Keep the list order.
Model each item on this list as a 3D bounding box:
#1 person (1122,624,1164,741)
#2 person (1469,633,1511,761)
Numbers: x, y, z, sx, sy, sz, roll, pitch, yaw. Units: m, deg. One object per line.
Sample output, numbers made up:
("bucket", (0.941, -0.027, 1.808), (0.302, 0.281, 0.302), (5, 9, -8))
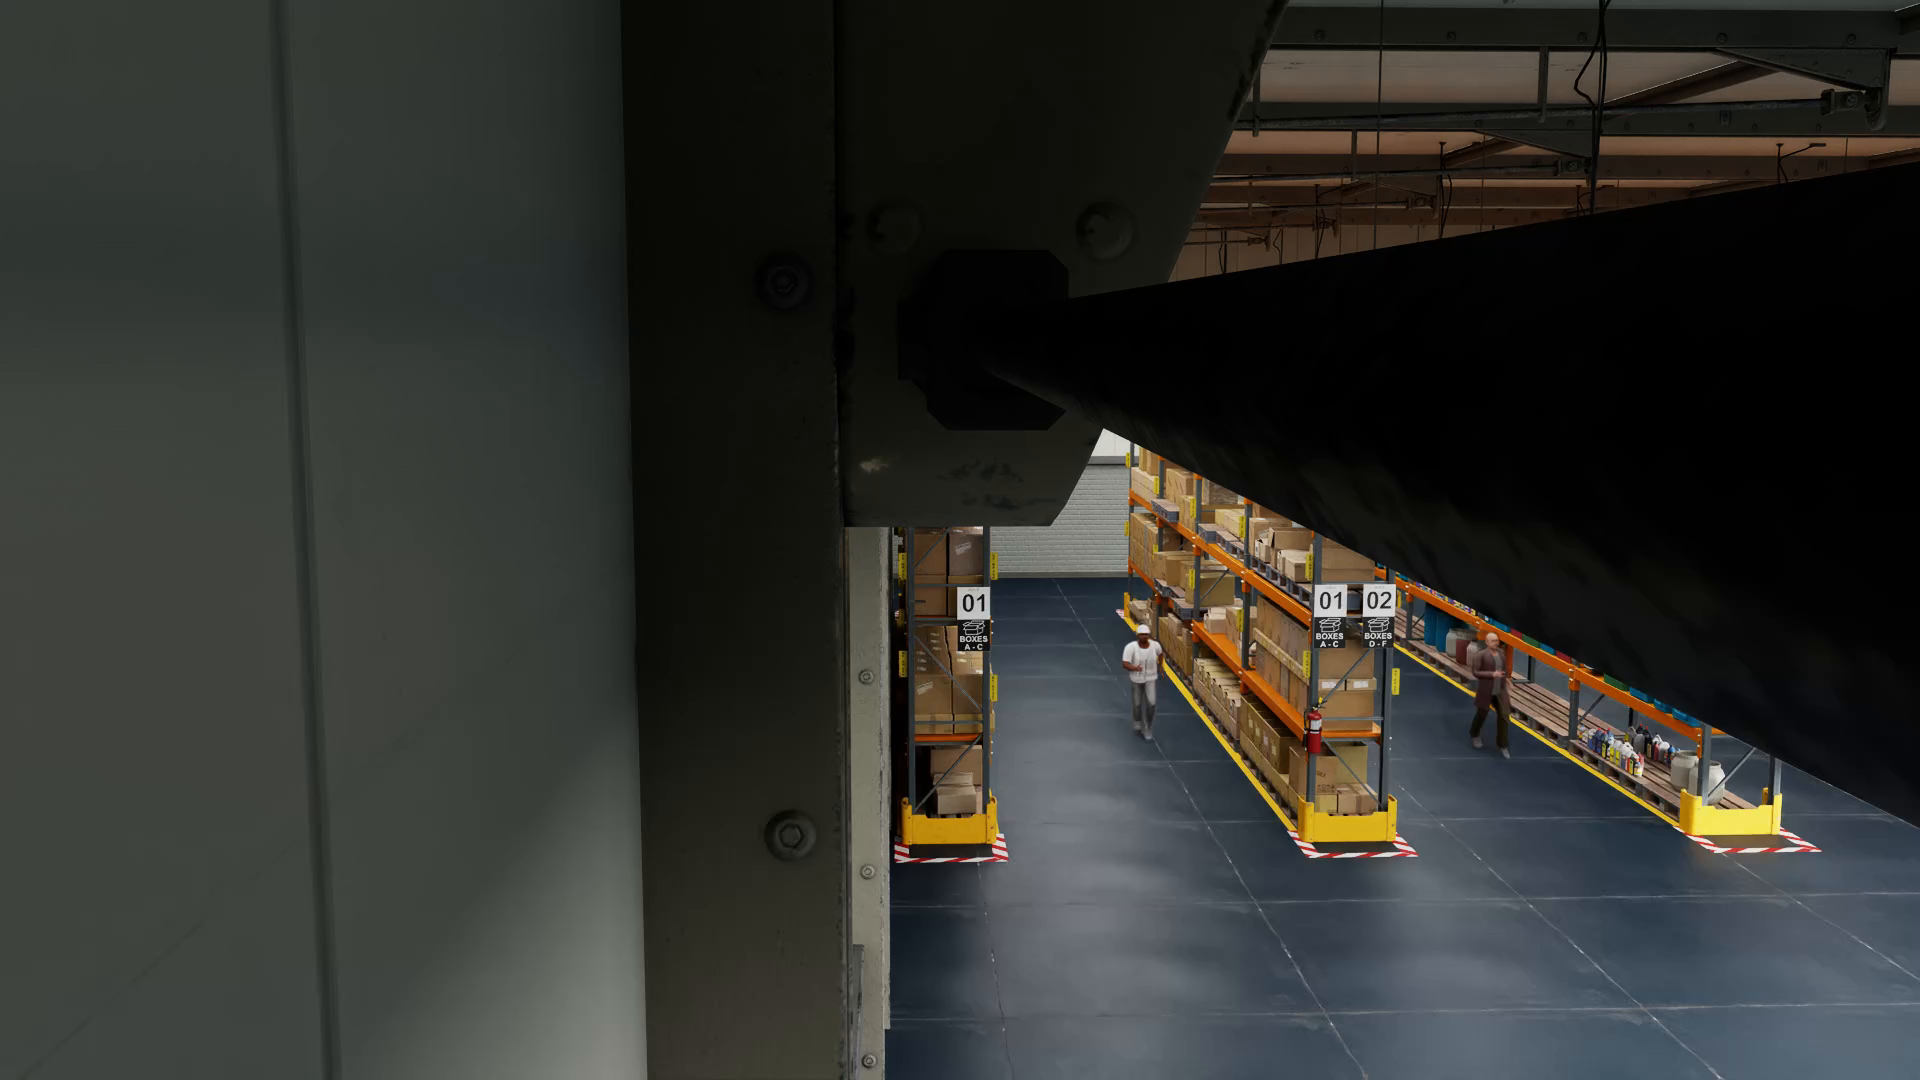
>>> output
("person", (2.828, 2.188, 25.624), (0.668, 1.808, 0.823), (0, 7, 0))
("person", (7.877, 2.278, 24.692), (0.678, 1.829, 0.923), (-1, 7, -9))
